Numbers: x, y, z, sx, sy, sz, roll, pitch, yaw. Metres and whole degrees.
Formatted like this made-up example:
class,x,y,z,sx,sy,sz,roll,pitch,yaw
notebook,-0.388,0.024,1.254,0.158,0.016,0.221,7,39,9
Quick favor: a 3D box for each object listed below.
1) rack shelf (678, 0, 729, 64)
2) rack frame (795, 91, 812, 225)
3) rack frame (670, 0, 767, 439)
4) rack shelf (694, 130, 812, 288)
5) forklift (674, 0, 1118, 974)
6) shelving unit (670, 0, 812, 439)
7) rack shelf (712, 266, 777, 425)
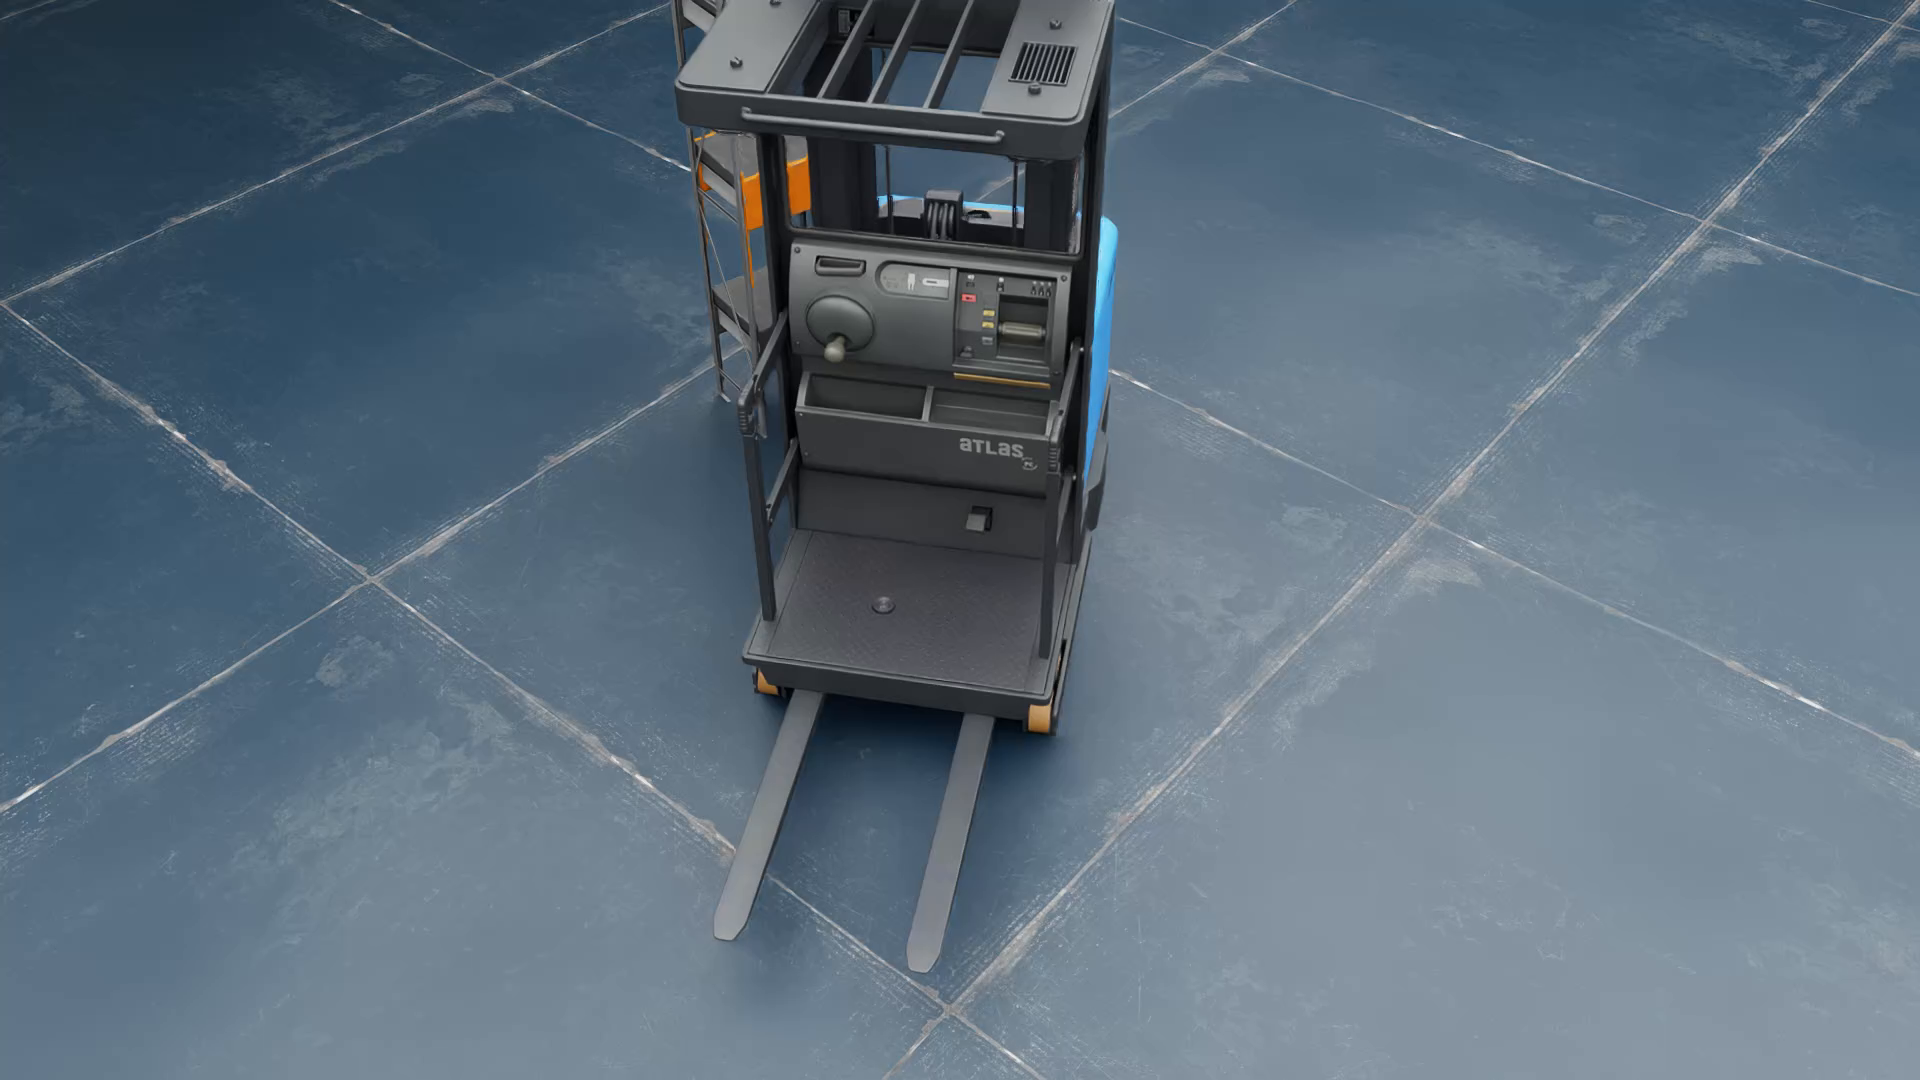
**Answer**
class,x,y,z,sx,sy,sz,roll,pitch,yaw
rack shelf,-0.765,-1.931,6.293,0.480,0.518,0.431,-26,48,-26
rack frame,-0.568,-1.521,6.862,0.015,2.100,0.400,-26,48,-26
rack frame,-0.962,-1.327,6.648,0.015,2.100,0.400,-26,48,-26
rack shelf,-0.765,-1.414,6.764,0.480,0.518,0.431,-26,48,-26
forklift,-0.142,-0.662,5.299,1.130,2.935,3.031,7,43,8
shelving unit,-0.765,-1.424,6.755,0.503,2.100,0.431,-26,48,-26
rack shelf,-0.765,-0.896,7.235,0.480,0.518,0.431,-26,48,-26
